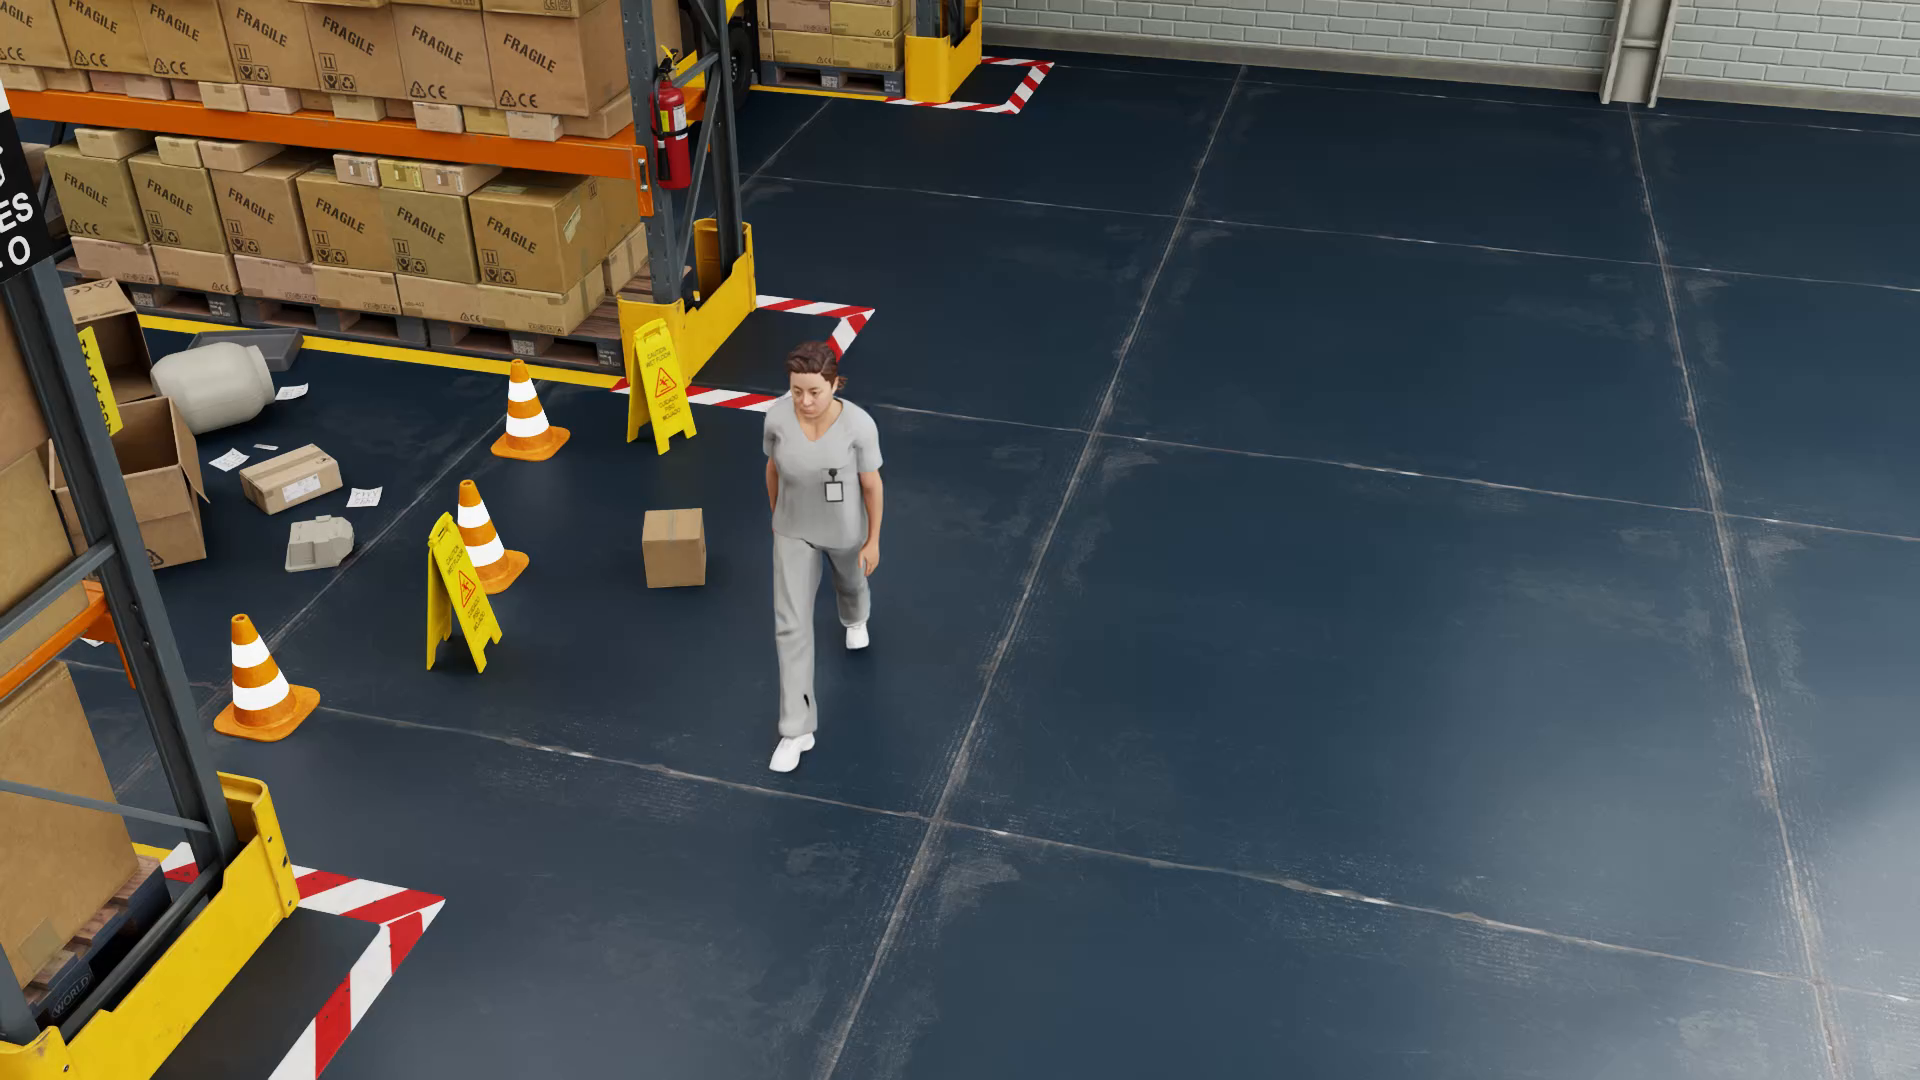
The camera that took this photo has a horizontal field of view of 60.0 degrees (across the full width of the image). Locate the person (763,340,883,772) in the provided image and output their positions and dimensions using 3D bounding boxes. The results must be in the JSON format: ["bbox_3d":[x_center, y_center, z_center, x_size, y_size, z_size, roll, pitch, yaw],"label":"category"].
[{"bbox_3d":[-0.503,-0.042,6.234,0.448,1.600,1.097,1,33,1],"label":"person"}]
